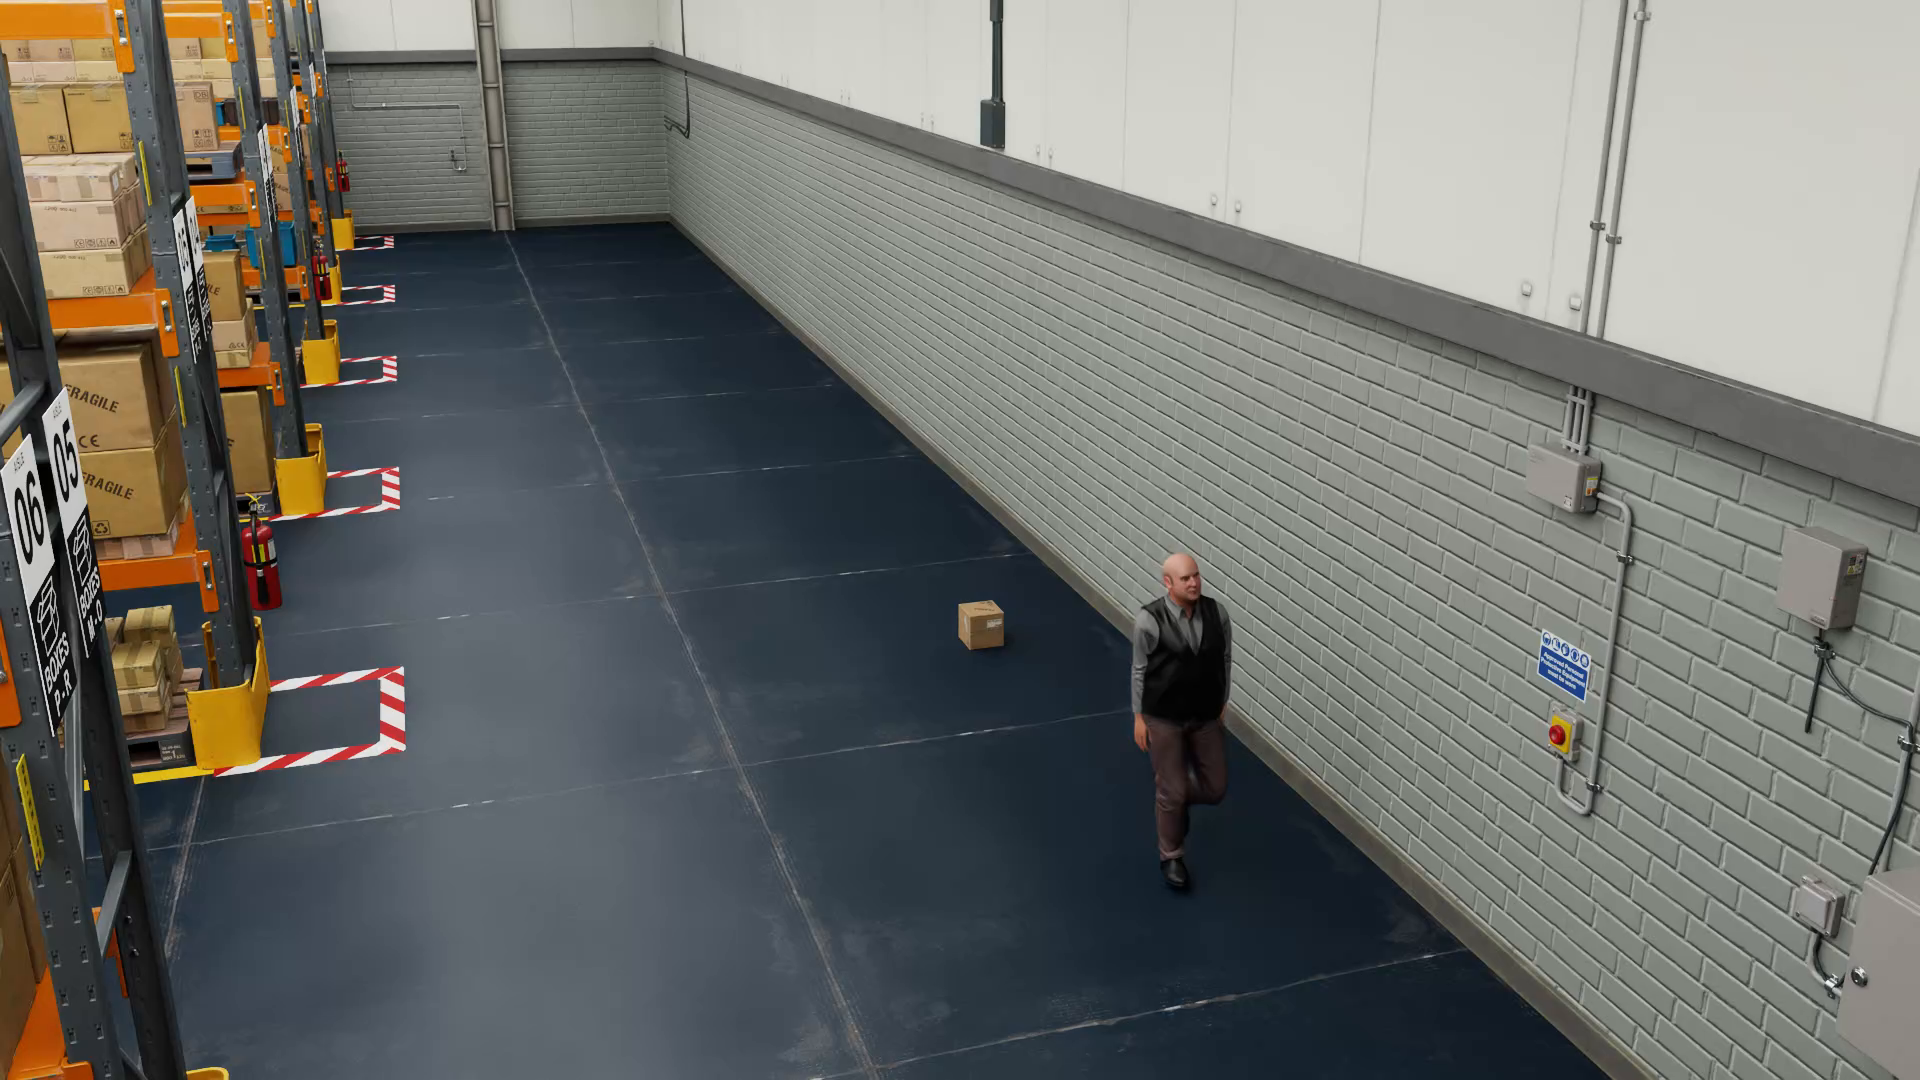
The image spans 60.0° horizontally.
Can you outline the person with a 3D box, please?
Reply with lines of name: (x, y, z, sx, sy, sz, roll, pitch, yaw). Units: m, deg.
person: (1.127, 0.880, 8.479, 0.541, 1.706, 0.621, -5, 20, -14)
